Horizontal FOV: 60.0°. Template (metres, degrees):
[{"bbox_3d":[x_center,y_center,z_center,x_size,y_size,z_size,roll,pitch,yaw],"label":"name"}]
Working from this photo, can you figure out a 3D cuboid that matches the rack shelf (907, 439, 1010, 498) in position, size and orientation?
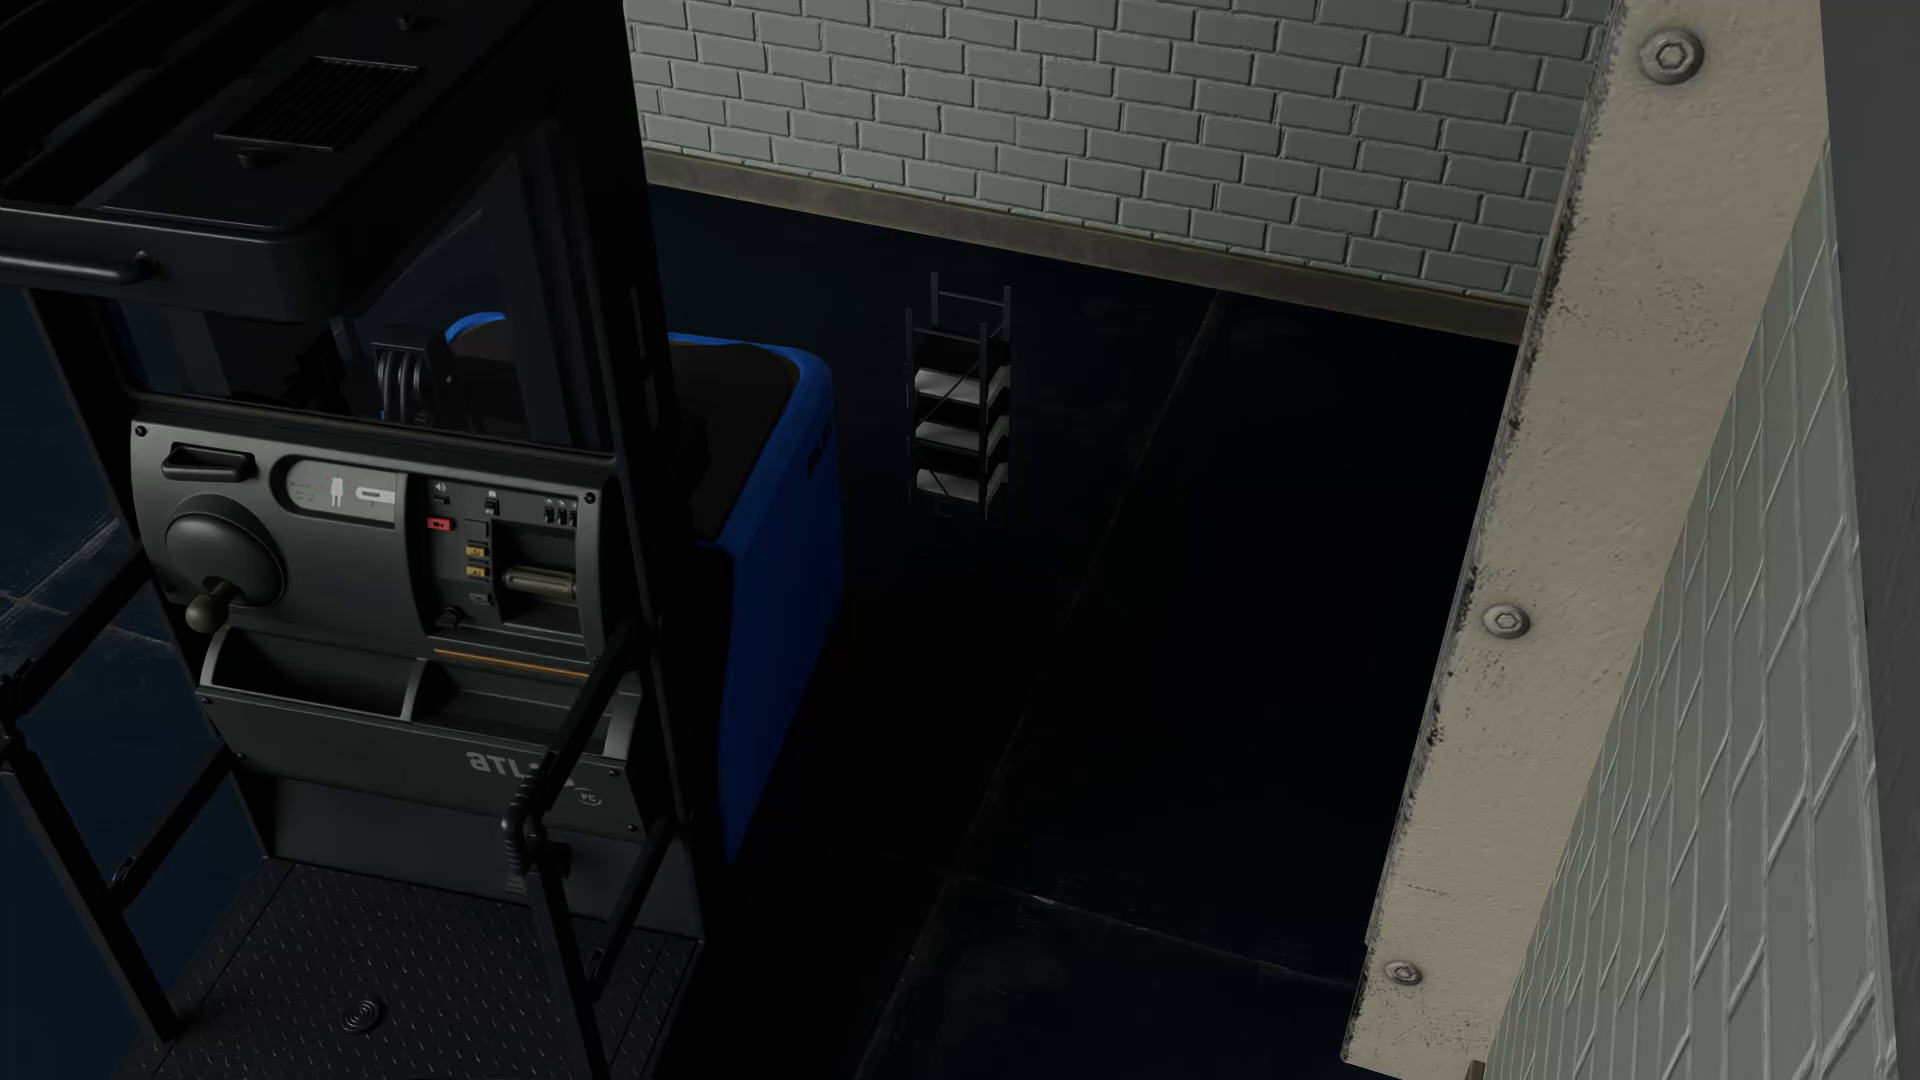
[{"bbox_3d":[-0.003,-0.244,5.032,0.258,0.077,0.200,13,42,15],"label":"rack shelf"}]

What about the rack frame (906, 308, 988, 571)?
[{"bbox_3d":[-0.038,-0.275,4.879,0.240,0.900,0.006,13,42,15],"label":"rack frame"}]

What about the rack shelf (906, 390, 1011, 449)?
[{"bbox_3d":[-0.003,-0.381,4.915,0.258,0.077,0.200,13,42,15],"label":"rack shelf"}]

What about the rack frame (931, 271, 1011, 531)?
[{"bbox_3d":[0.032,-0.399,5.025,0.240,0.900,0.006,13,42,15],"label":"rack frame"}]

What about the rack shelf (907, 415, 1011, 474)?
[{"bbox_3d":[-0.003,-0.312,4.974,0.258,0.077,0.200,13,42,15],"label":"rack shelf"}]

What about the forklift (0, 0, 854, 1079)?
[{"bbox_3d":[-1.129,0.093,2.882,1.130,2.935,3.031,8,41,10],"label":"forklift"}]

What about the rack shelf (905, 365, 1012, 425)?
[{"bbox_3d":[-0.003,-0.449,4.857,0.258,0.077,0.200,13,42,15],"label":"rack shelf"}]

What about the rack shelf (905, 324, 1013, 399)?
[{"bbox_3d":[-0.003,-0.517,4.799,0.258,0.077,0.200,13,42,15],"label":"rack shelf"}]

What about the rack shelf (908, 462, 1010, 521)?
[{"bbox_3d":[-0.003,-0.175,5.091,0.258,0.077,0.200,13,42,15],"label":"rack shelf"}]

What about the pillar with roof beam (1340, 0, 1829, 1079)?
[{"bbox_3d":[-2.956,-3.264,2.143,9.100,9.000,0.400,13,42,15],"label":"pillar with roof beam"}]

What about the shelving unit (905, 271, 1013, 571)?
[{"bbox_3d":[-0.003,-0.337,4.952,0.258,0.900,0.210,13,42,15],"label":"shelving unit"}]
